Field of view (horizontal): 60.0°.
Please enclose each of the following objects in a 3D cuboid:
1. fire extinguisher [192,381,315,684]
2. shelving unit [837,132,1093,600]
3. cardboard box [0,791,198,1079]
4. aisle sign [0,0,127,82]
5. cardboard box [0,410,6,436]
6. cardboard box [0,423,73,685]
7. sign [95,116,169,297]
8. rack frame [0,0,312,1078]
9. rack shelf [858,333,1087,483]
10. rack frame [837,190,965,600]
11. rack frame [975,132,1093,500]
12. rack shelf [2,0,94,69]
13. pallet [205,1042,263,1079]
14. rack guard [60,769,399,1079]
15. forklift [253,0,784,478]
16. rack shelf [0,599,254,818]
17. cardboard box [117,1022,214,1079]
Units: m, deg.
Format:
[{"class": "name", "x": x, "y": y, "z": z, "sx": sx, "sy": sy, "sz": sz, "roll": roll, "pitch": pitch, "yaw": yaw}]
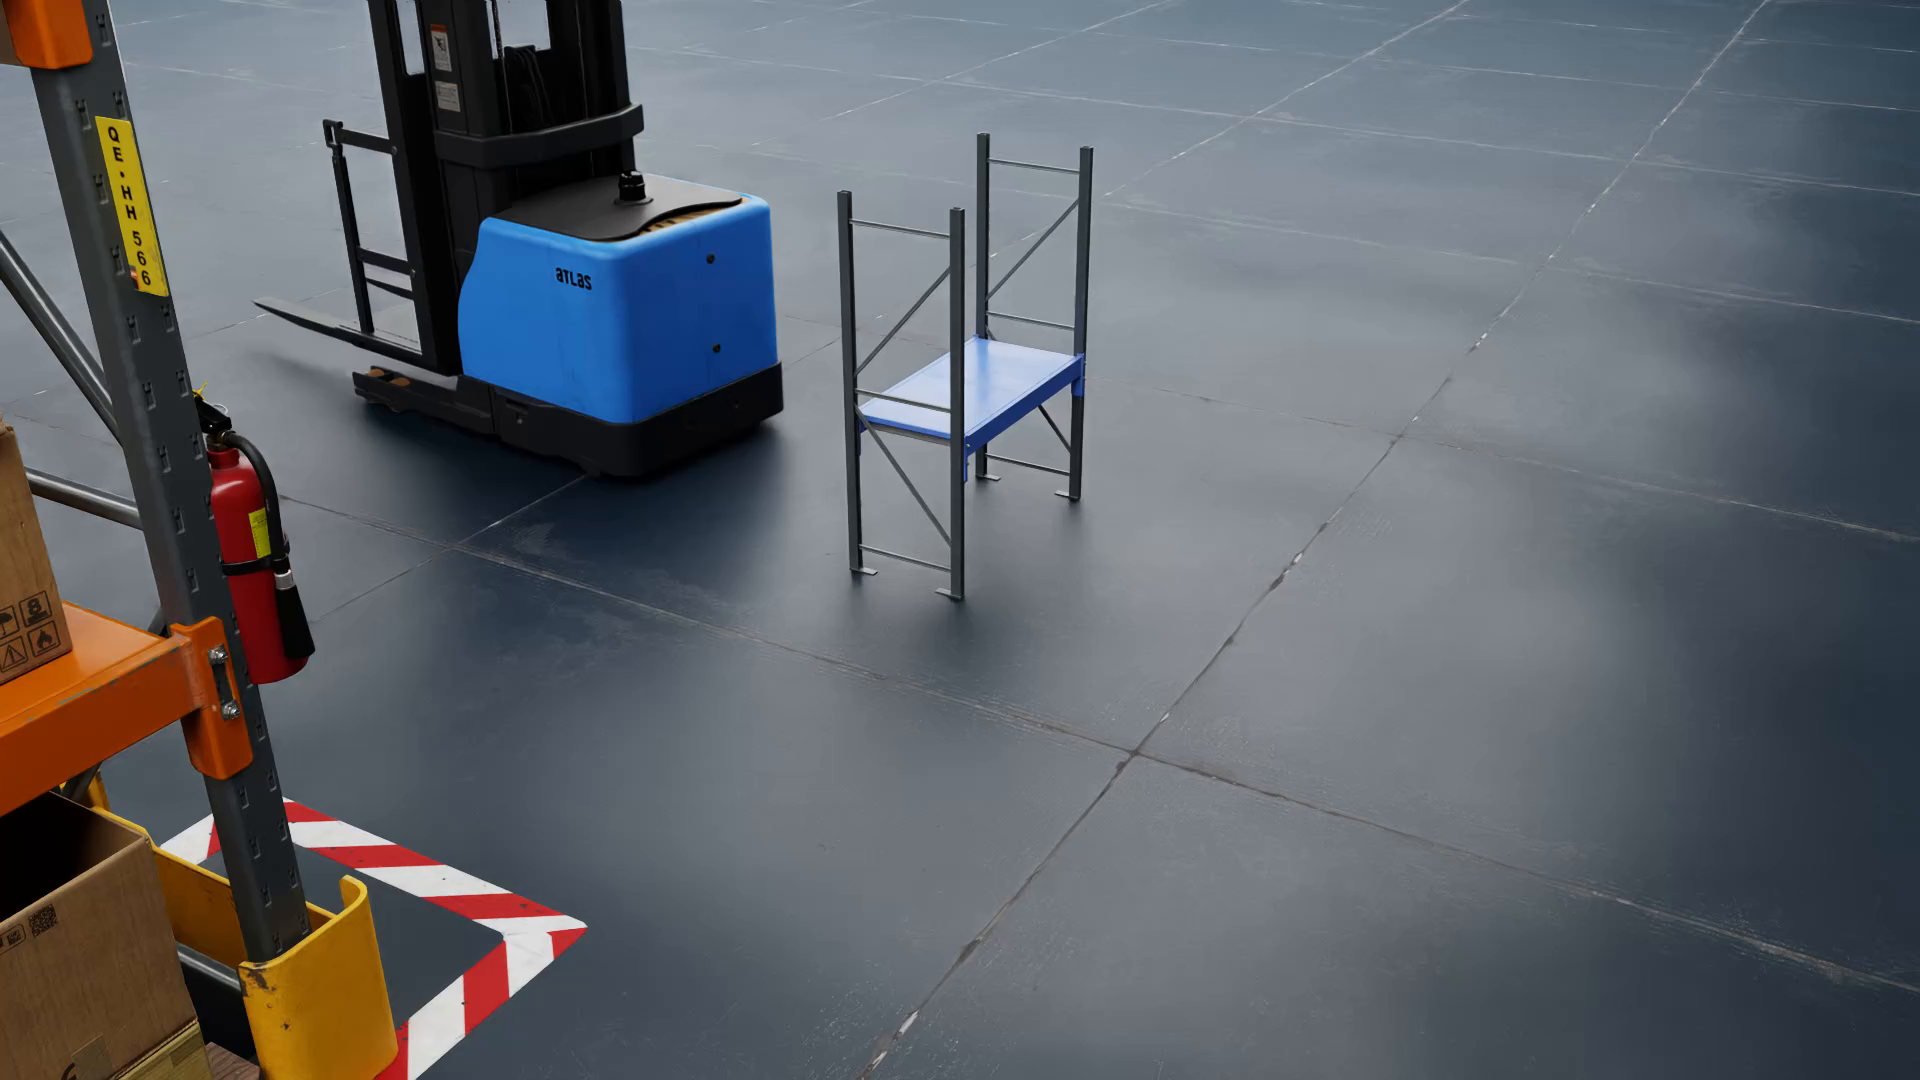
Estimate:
[{"class": "fire extinguisher", "x": -1.529, "y": -0.022, "z": 3.529, "sx": 0.296, "sy": 0.674, "sz": 0.183, "roll": 14, "pitch": 30, "yaw": 26}, {"class": "shelving unit", "x": 0.042, "y": -0.704, "z": 6.481, "sx": 0.538, "sy": 1.500, "sz": 1.048, "roll": 14, "pitch": 30, "yaw": 26}, {"class": "cardboard box", "x": -1.996, "y": 0.868, "z": 3.429, "sx": 0.500, "sy": 0.500, "sz": 0.500, "roll": 14, "pitch": 30, "yaw": 26}, {"class": "aisle sign", "x": -1.704, "y": -1.236, "z": 2.964, "sx": 0.394, "sy": 0.787, "sz": 0.004, "roll": 14, "pitch": 30, "yaw": 26}, {"class": "cardboard box", "x": -2.014, "y": -0.257, "z": 3.075, "sx": 0.380, "sy": 0.149, "sz": 0.250, "roll": 14, "pitch": 30, "yaw": 25}, {"class": "cardboard box", "x": -2.232, "y": 0.022, "z": 3.244, "sx": 0.700, "sy": 0.500, "sz": 0.500, "roll": 14, "pitch": 30, "yaw": 26}, {"class": "sign", "x": -1.526, "y": -0.612, "z": 3.063, "sx": 0.100, "sy": 0.325, "sz": 0.005, "roll": 14, "pitch": 30, "yaw": 26}, {"class": "rack frame", "x": -1.992, "y": -0.113, "z": 3.624, "sx": 1.000, "sy": 3.000, "sz": 0.127, "roll": 14, "pitch": 30, "yaw": 26}, {"class": "rack shelf", "x": 0.042, "y": -0.543, "z": 6.561, "sx": 0.538, "sy": 0.185, "sz": 1.000, "roll": 14, "pitch": 30, "yaw": 26}, {"class": "rack frame", "x": -0.208, "y": -0.506, "z": 6.085, "sx": 0.500, "sy": 1.500, "sz": 0.032, "roll": 14, "pitch": 30, "yaw": 26}, {"class": "rack frame", "x": 0.292, "y": -0.902, "z": 6.876, "sx": 0.500, "sy": 1.500, "sz": 0.032, "roll": 14, "pitch": 30, "yaw": 26}, {"class": "rack shelf", "x": -2.976, "y": -0.353, "z": 1.557, "sx": 1.077, "sy": 0.370, "sz": 4.000, "roll": 14, "pitch": 30, "yaw": 26}, {"class": "pallet", "x": -2.331, "y": 1.441, "z": 3.635, "sx": 1.003, "sy": 0.211, "sz": 1.213, "roll": 14, "pitch": 30, "yaw": 26}, {"class": "rack guard", "x": -1.980, "y": 0.996, "z": 4.202, "sx": 1.175, "sy": 0.500, "sz": 0.348, "roll": 14, "pitch": 30, "yaw": 26}, {"class": "forklift", "x": -2.316, "y": -2.090, "z": 7.650, "sx": 3.031, "sy": 2.935, "sz": 1.130, "roll": 18, "pitch": 32, "yaw": 32}, {"class": "rack shelf", "x": -2.976, "y": 0.988, "z": 2.228, "sx": 1.077, "sy": 0.370, "sz": 4.000, "roll": 14, "pitch": 30, "yaw": 26}, {"class": "cardboard box", "x": -1.998, "y": 1.203, "z": 3.598, "sx": 0.500, "sy": 0.250, "sz": 0.500, "roll": 14, "pitch": 30, "yaw": 26}]
